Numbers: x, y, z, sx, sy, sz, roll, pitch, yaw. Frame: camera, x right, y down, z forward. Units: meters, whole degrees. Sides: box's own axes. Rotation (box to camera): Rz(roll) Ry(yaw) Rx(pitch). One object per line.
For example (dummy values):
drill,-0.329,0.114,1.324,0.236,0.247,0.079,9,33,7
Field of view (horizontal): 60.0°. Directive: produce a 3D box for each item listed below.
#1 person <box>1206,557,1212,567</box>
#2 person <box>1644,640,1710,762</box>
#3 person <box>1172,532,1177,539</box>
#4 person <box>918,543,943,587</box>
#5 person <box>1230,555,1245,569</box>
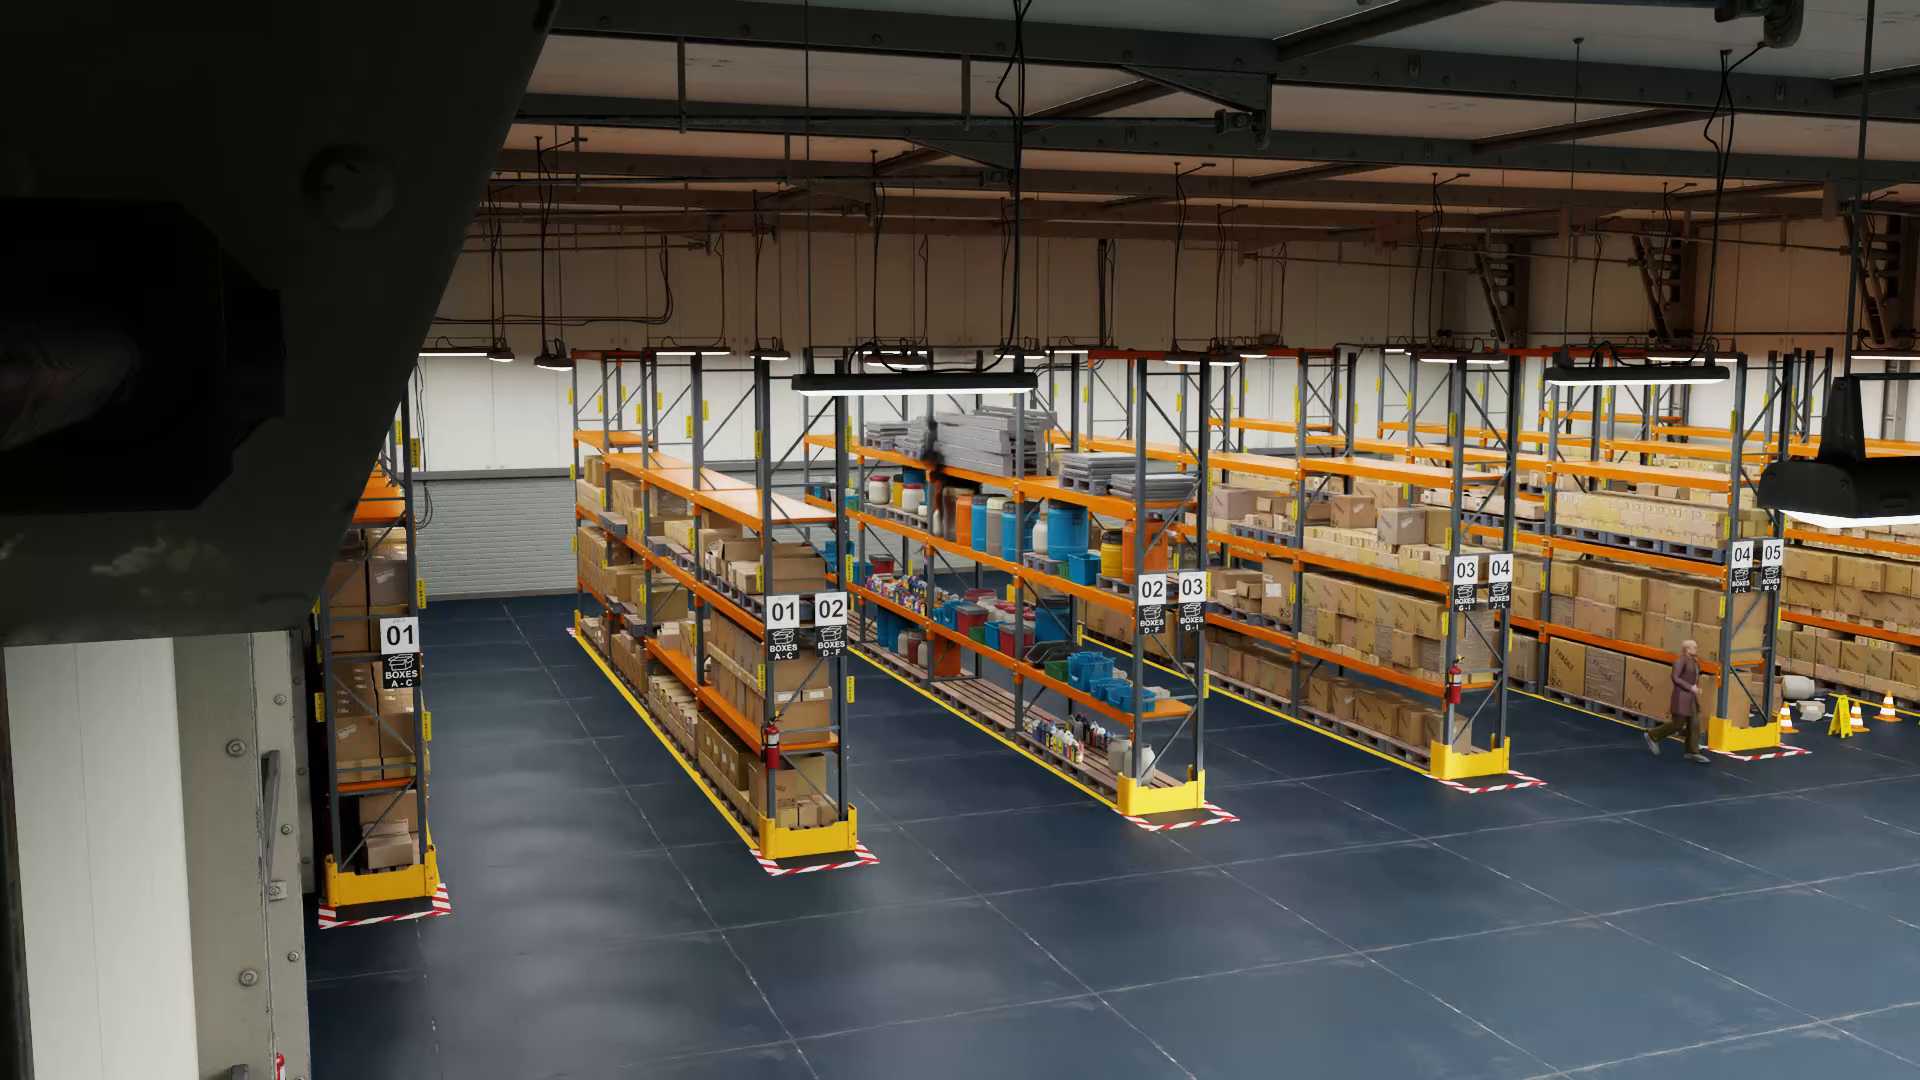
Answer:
person,5.418,0.849,37.526,0.616,1.526,0.482,-2,7,-12
person,10.810,2.368,24.847,0.760,1.764,0.937,-7,10,-45
person,4.988,0.623,38.862,0.693,1.665,0.609,-1,7,-11
person,-0.749,0.606,39.521,0.872,1.596,0.533,-1,7,-9
person,6.966,0.361,41.706,0.791,1.636,0.578,-5,8,-33
